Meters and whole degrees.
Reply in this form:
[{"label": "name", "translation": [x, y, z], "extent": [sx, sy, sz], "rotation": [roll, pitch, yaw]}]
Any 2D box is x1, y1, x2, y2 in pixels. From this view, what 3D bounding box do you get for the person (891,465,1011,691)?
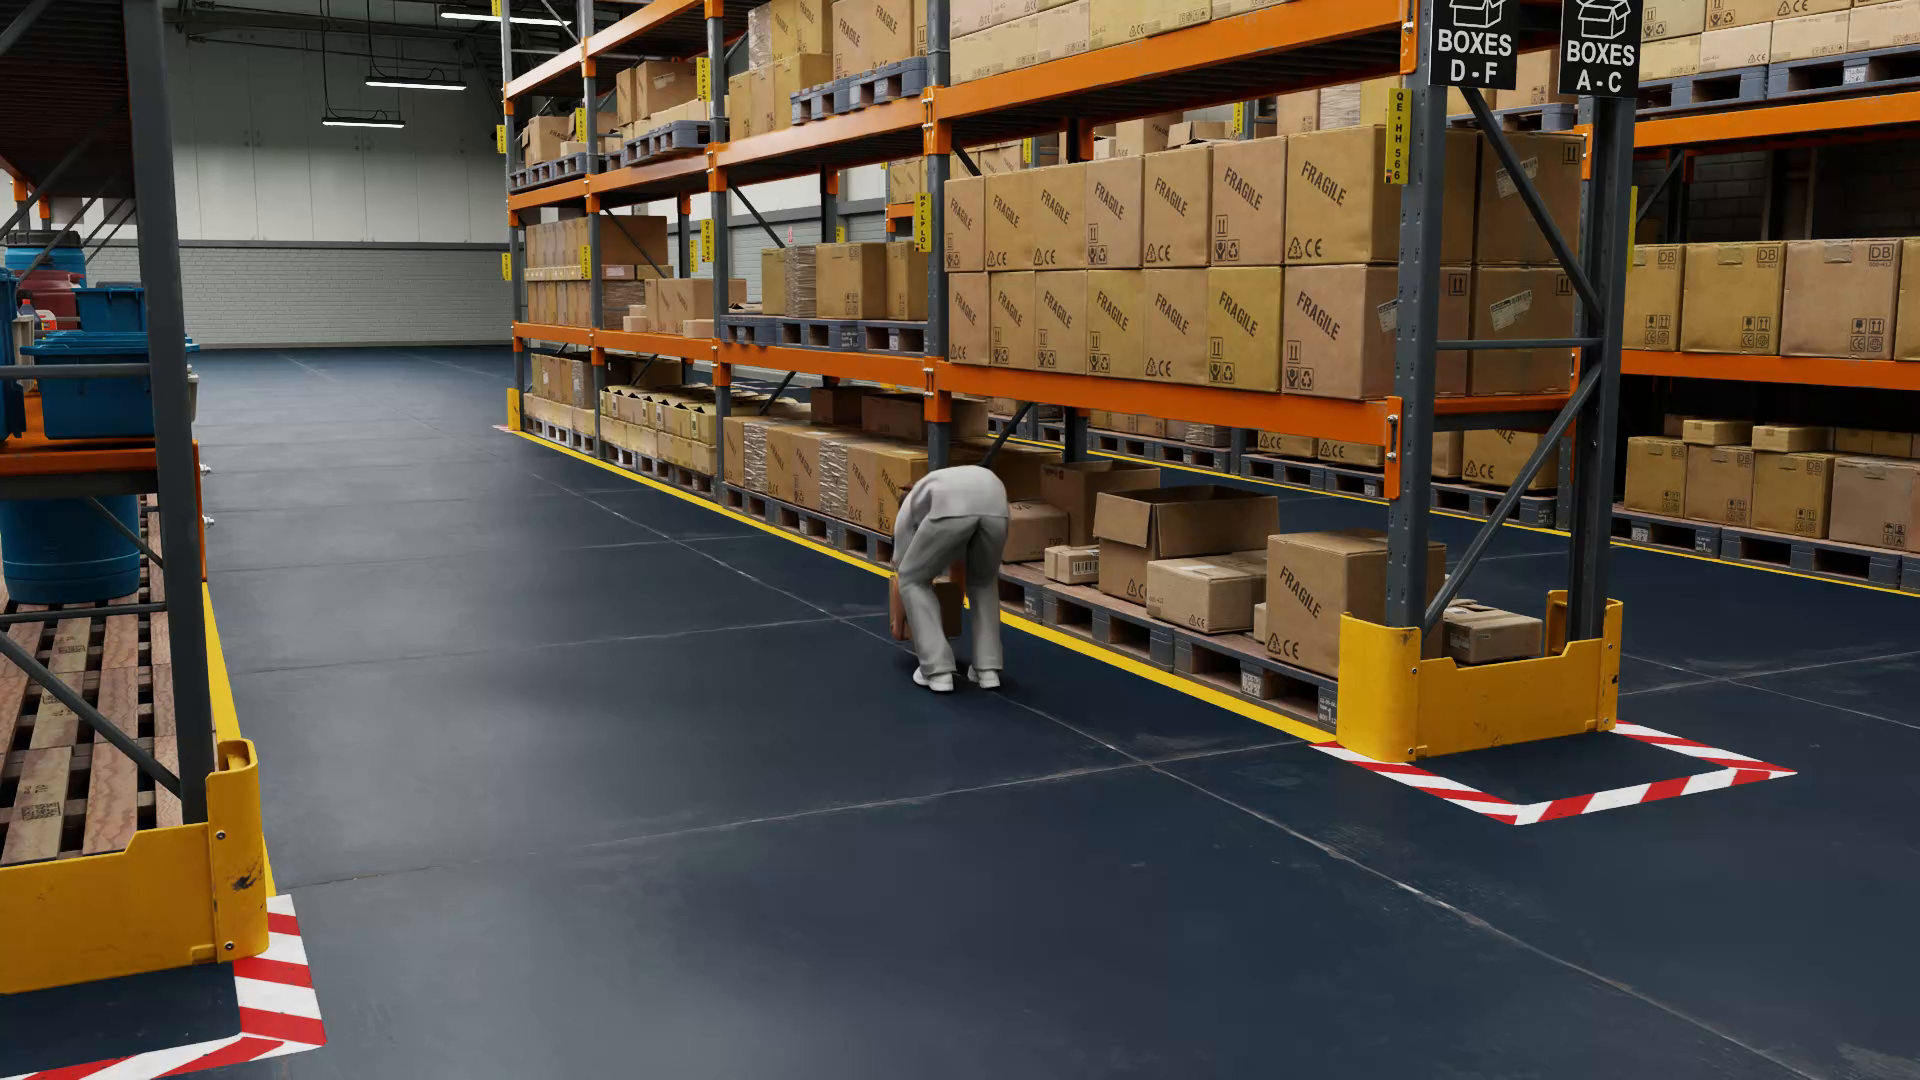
[{"label": "person", "translation": [-0.068, 0.162, 7.355], "extent": [0.458, 0.903, 0.858], "rotation": [-3, 9, -21]}]
